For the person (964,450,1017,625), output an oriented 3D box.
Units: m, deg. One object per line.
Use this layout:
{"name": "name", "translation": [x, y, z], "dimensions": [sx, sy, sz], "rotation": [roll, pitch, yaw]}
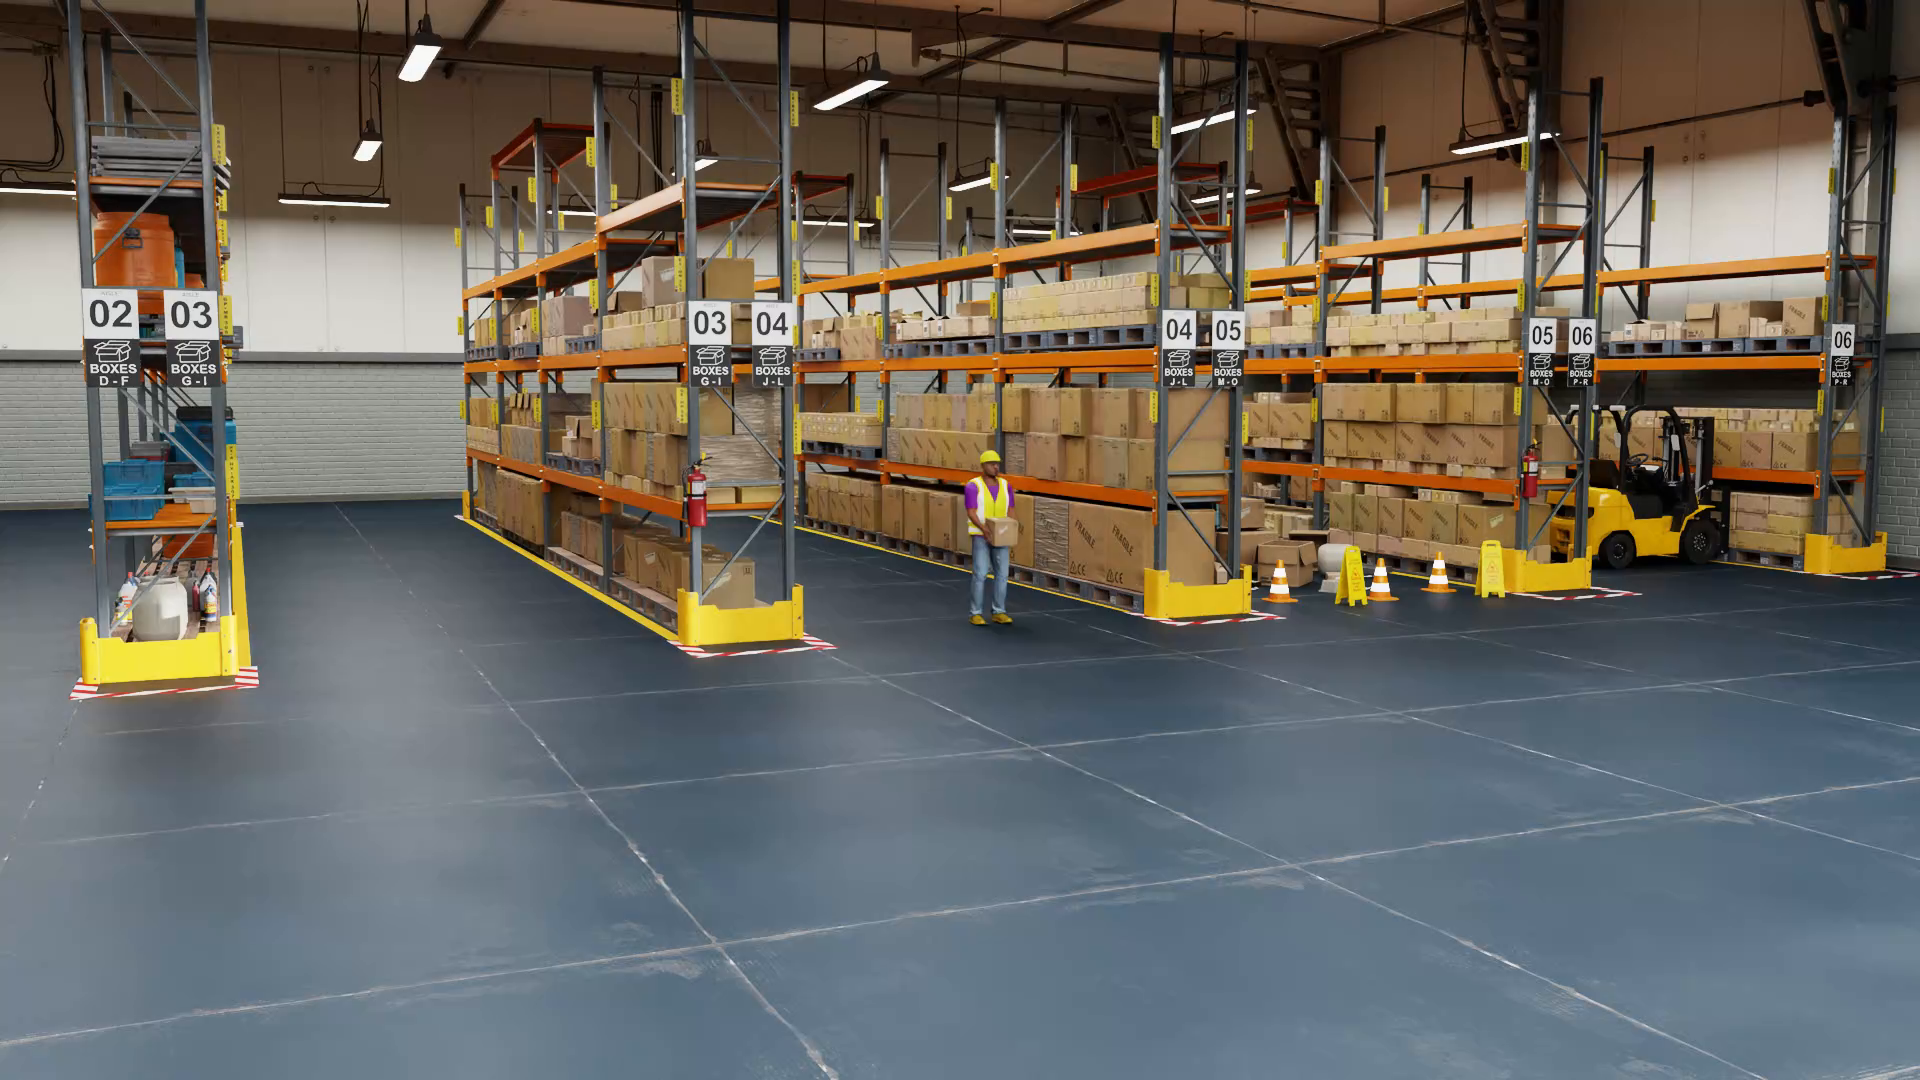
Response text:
{"name": "person", "translation": [0.337, -0.023, 16.873], "dimensions": [0.542, 1.770, 0.541], "rotation": [-2, 6, -24]}
